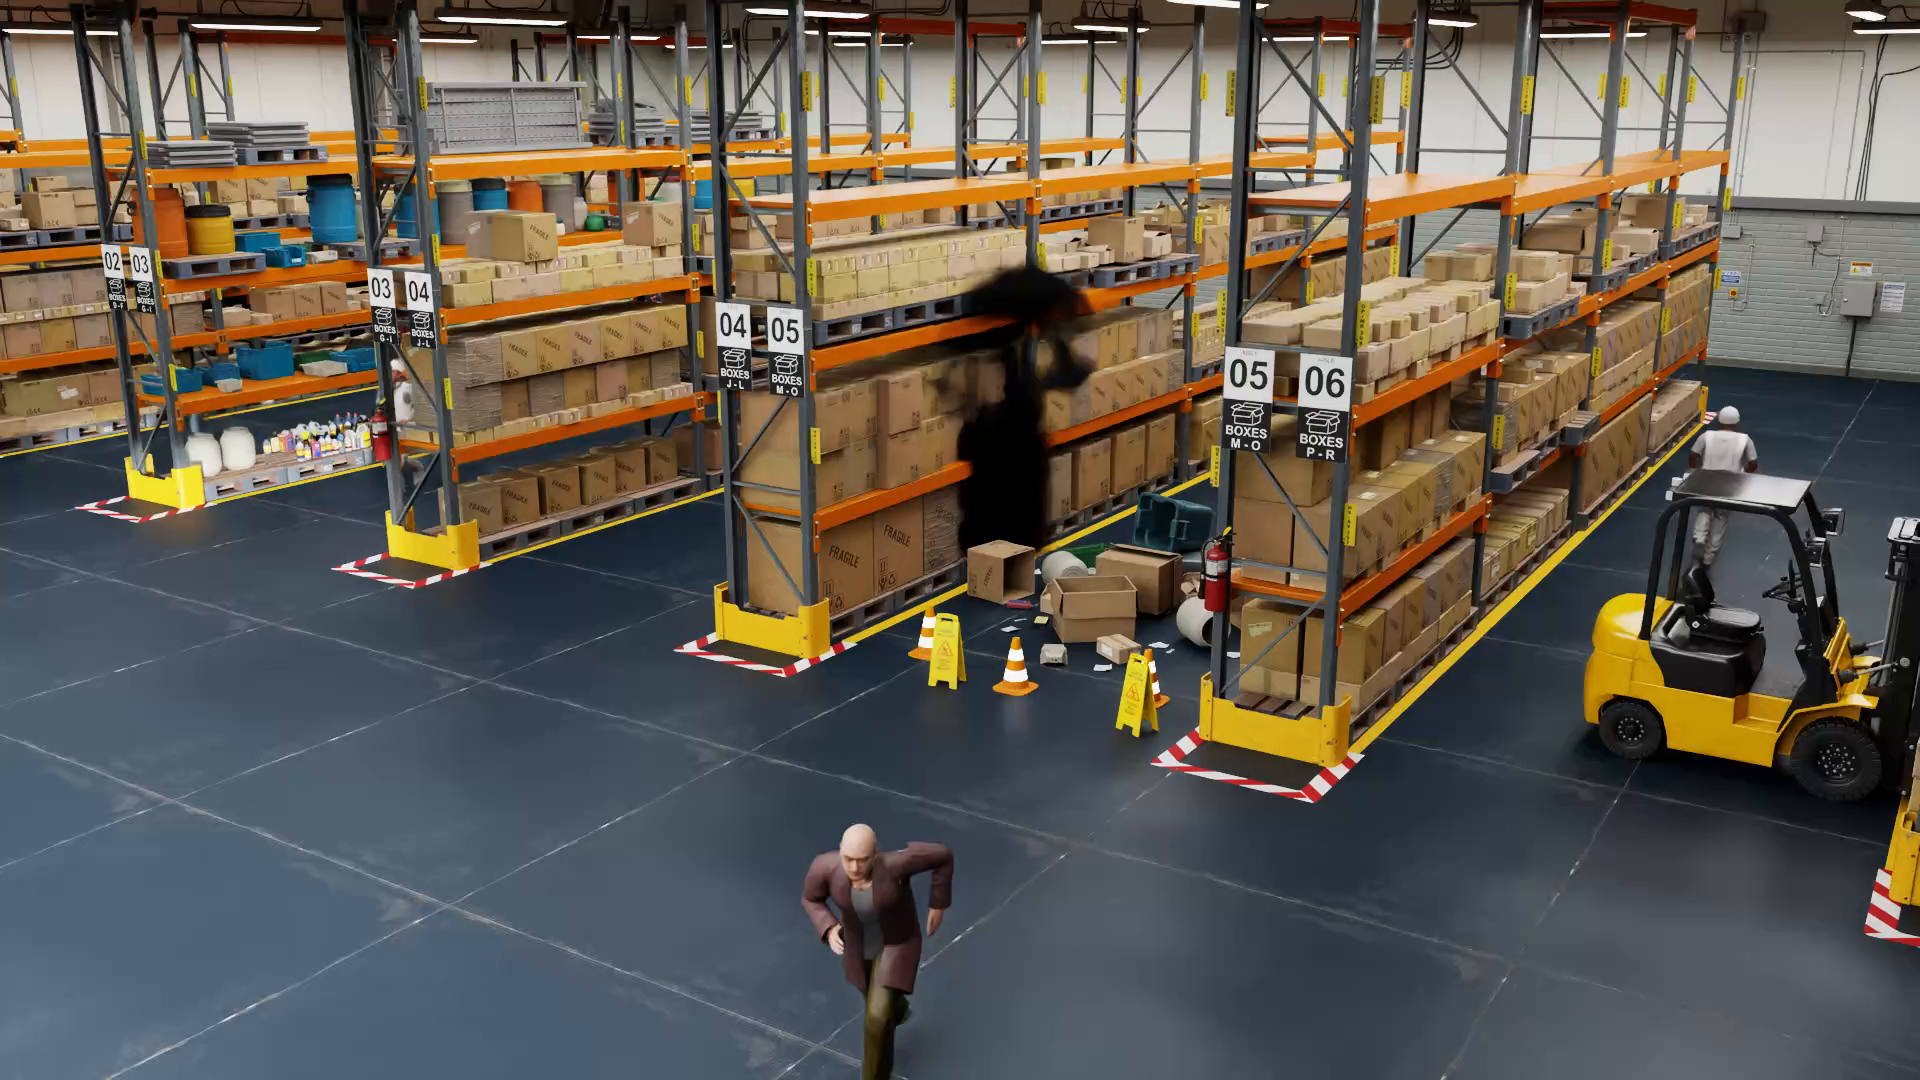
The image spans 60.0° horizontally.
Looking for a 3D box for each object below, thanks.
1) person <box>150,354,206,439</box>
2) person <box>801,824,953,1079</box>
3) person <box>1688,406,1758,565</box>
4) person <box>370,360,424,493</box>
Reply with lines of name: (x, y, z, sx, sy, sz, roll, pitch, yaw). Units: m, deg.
person: (-10.675, -1.822, 22.825, 0.736, 1.579, 0.843, 8, 17, 27)
person: (-0.397, 2.111, 8.576, 0.753, 1.713, 1.071, 3, 16, 11)
person: (8.281, -0.598, 18.109, 0.682, 1.740, 0.590, 8, 17, 27)
person: (-7.149, -1.424, 21.123, 0.657, 1.722, 0.609, 4, 16, 13)
